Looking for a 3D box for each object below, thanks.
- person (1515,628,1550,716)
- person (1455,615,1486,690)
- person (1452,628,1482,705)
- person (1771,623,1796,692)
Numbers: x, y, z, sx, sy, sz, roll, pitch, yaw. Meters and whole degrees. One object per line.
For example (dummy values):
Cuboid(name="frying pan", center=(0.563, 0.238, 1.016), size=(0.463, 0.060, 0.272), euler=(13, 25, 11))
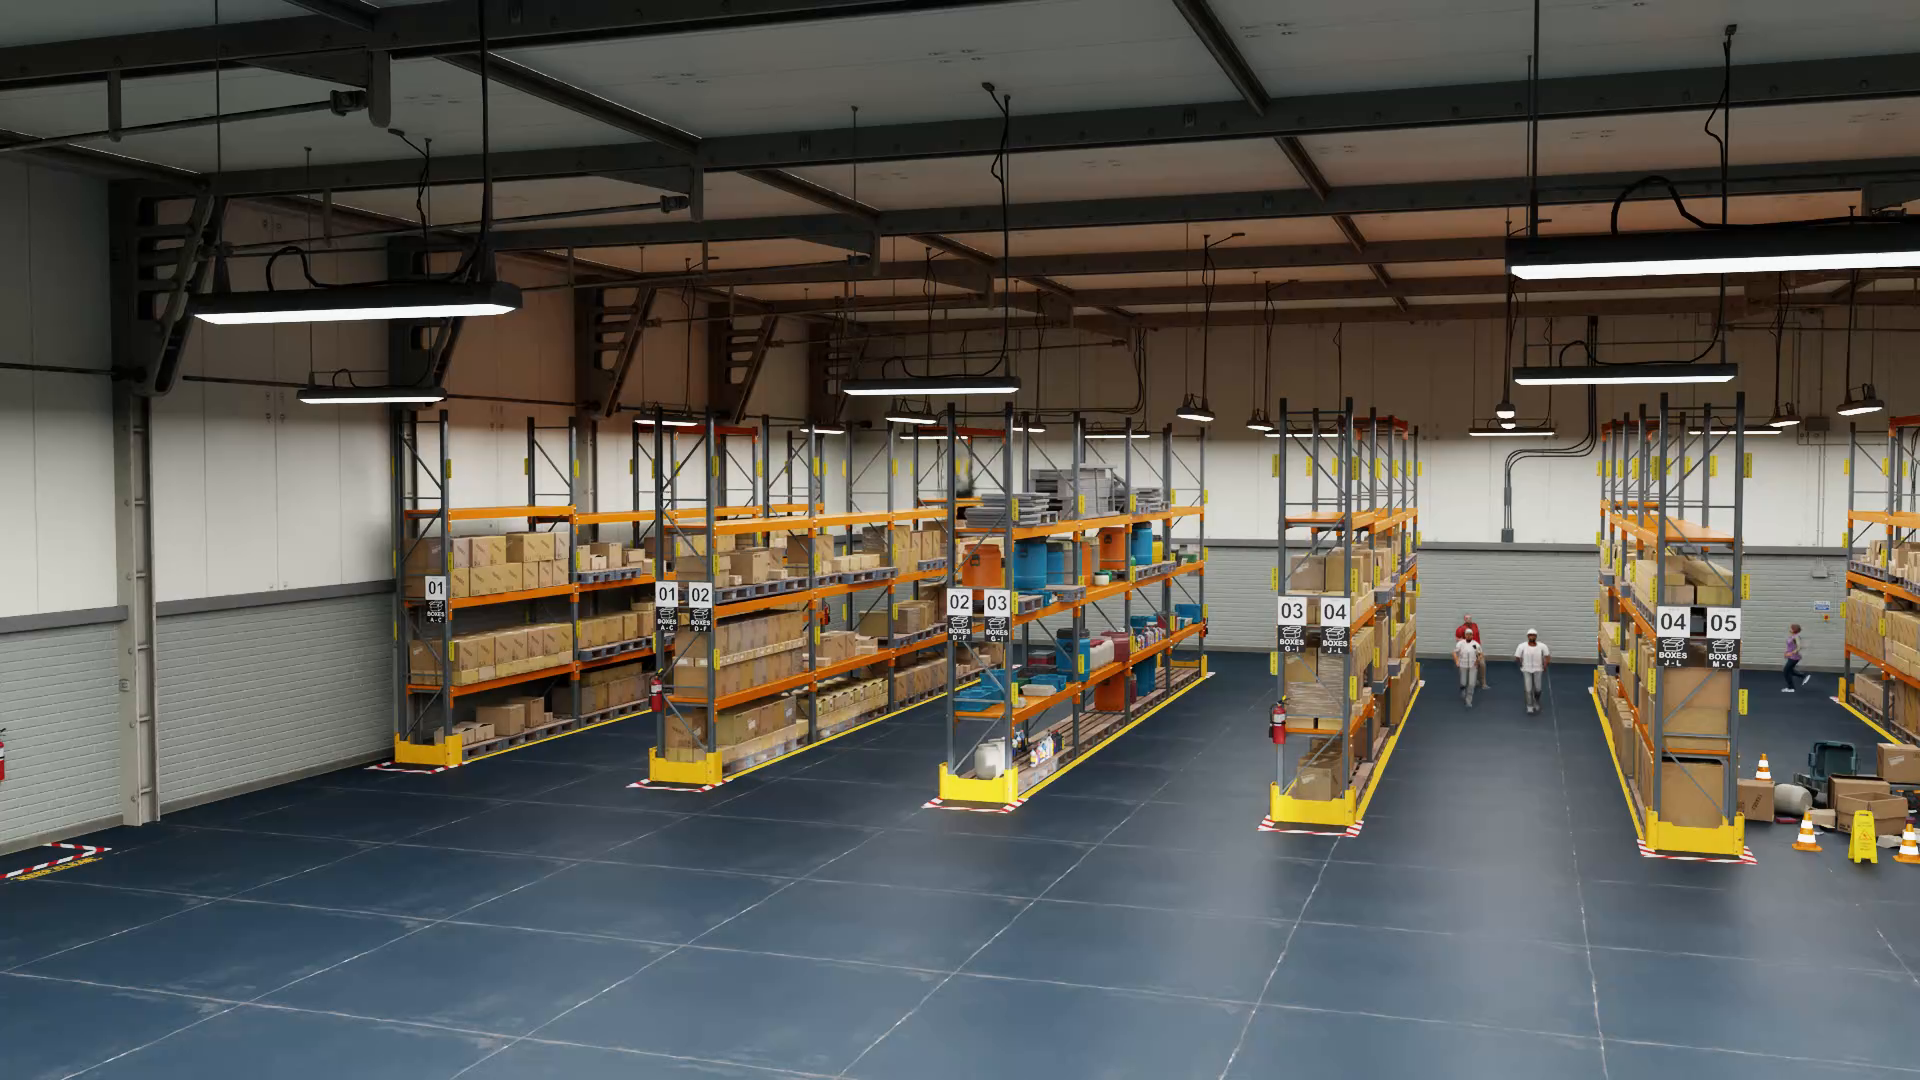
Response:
Cuboid(name="person", center=(11.628, 2.680, 33.790), size=(0.664, 1.793, 0.672), euler=(1, 3, 18))
Cuboid(name="person", center=(11.643, 2.561, 37.968), size=(0.690, 1.700, 0.641), euler=(0, 2, -7))
Cuboid(name="person", center=(10.686, 2.680, 35.005), size=(0.593, 1.634, 0.606), euler=(1, 3, 13))
Cuboid(name="person", center=(18.467, 2.628, 37.256), size=(0.537, 1.555, 0.537), euler=(1, 3, 21))
